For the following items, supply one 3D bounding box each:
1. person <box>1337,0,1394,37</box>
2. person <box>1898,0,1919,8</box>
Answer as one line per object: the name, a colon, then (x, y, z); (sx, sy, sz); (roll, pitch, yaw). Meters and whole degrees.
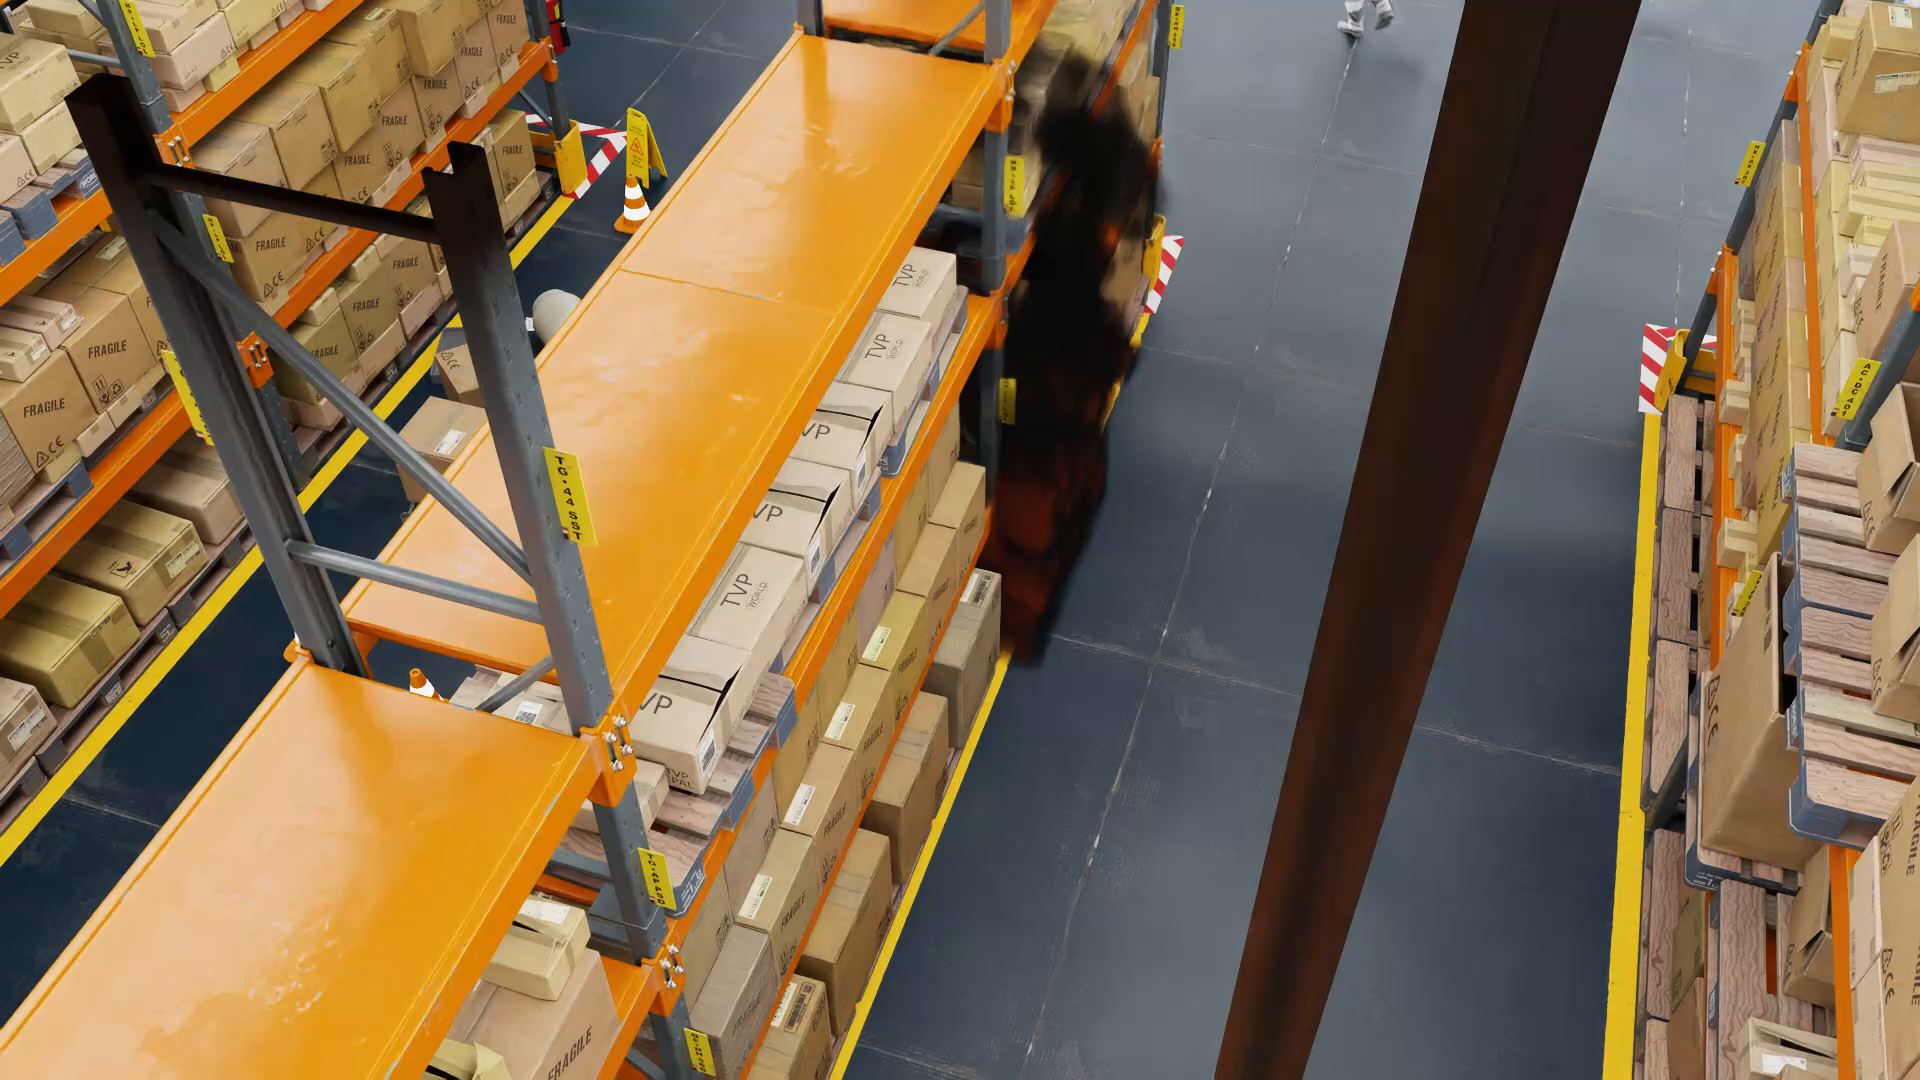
person: (3.766, -5.401, 15.195); (0.678, 1.756, 0.593); (-26, 51, -23)
person: (7.868, -3.971, 13.803); (0.736, 1.755, 0.683); (-33, 54, -28)
